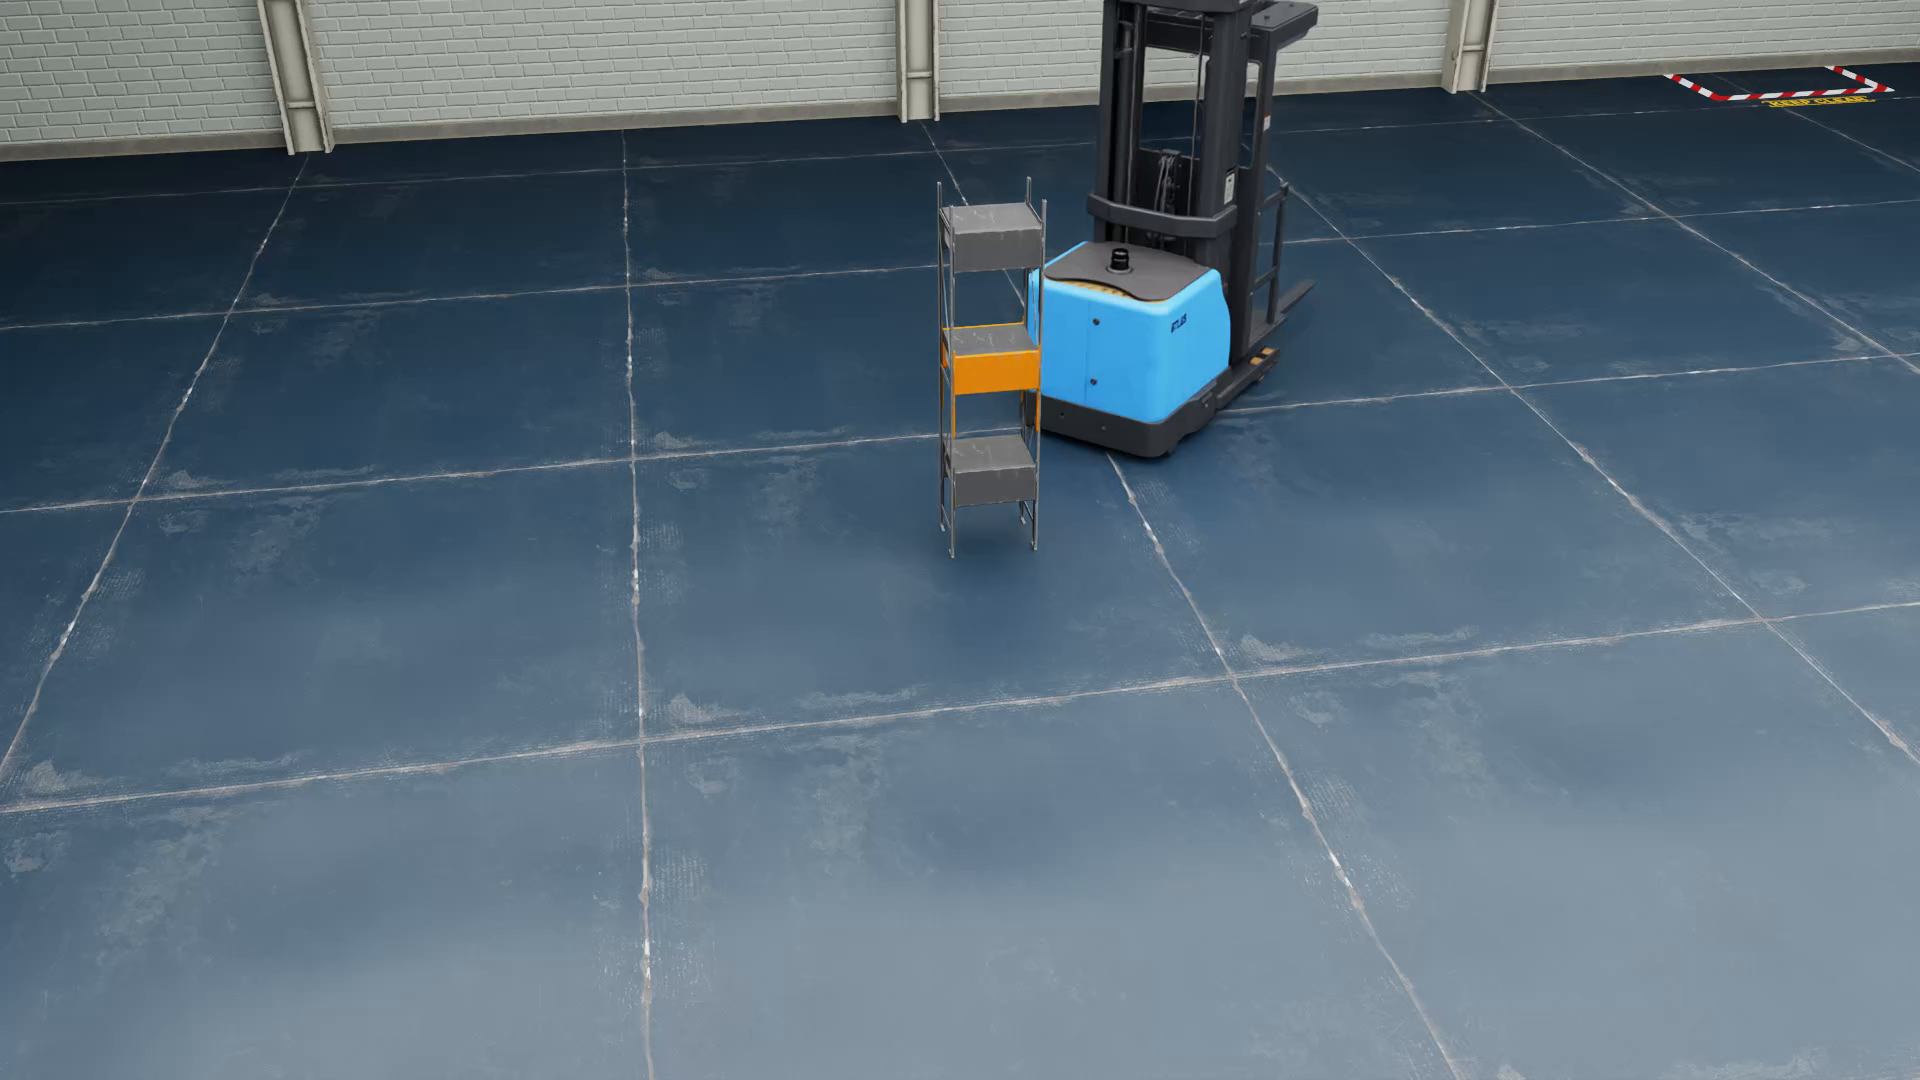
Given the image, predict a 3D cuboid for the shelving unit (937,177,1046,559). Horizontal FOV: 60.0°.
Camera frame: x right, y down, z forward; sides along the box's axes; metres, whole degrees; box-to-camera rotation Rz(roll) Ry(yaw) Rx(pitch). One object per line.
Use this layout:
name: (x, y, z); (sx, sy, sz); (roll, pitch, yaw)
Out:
shelving unit: (0.163, -0.920, 9.243); (0.503, 2.100, 0.431); (-5, 31, -9)

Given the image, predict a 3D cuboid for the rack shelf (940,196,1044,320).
rack shelf: (0.163, -1.512, 8.896); (0.480, 0.518, 0.431); (-5, 31, -9)

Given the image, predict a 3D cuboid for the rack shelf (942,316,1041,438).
rack shelf: (0.163, -0.908, 9.250); (0.480, 0.518, 0.431); (-5, 31, -9)

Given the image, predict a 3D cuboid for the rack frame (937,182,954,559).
rack frame: (-0.077, -0.898, 9.206); (0.015, 2.100, 0.400); (-5, 31, -9)

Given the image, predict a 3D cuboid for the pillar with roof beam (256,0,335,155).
pillar with roof beam: (-5.557, -5.553, 10.316); (0.400, 9.000, 9.100); (-5, 31, -9)

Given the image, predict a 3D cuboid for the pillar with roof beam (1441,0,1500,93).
pillar with roof beam: (6.247, -6.649, 12.180); (0.400, 9.000, 9.100); (-5, 31, -9)

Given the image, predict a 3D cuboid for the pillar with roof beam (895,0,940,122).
pillar with roof beam: (0.345, -6.101, 11.248); (0.400, 9.000, 9.100); (-5, 31, -9)

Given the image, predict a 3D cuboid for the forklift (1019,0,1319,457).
forklift: (1.608, -2.490, 11.093); (1.130, 2.935, 3.031); (18, 35, 28)

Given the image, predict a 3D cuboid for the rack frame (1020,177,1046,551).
rack frame: (0.403, -0.943, 9.281); (0.015, 2.100, 0.400); (-5, 31, -9)

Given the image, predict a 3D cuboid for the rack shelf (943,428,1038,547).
rack shelf: (0.163, -0.305, 9.605); (0.480, 0.518, 0.431); (-5, 31, -9)
